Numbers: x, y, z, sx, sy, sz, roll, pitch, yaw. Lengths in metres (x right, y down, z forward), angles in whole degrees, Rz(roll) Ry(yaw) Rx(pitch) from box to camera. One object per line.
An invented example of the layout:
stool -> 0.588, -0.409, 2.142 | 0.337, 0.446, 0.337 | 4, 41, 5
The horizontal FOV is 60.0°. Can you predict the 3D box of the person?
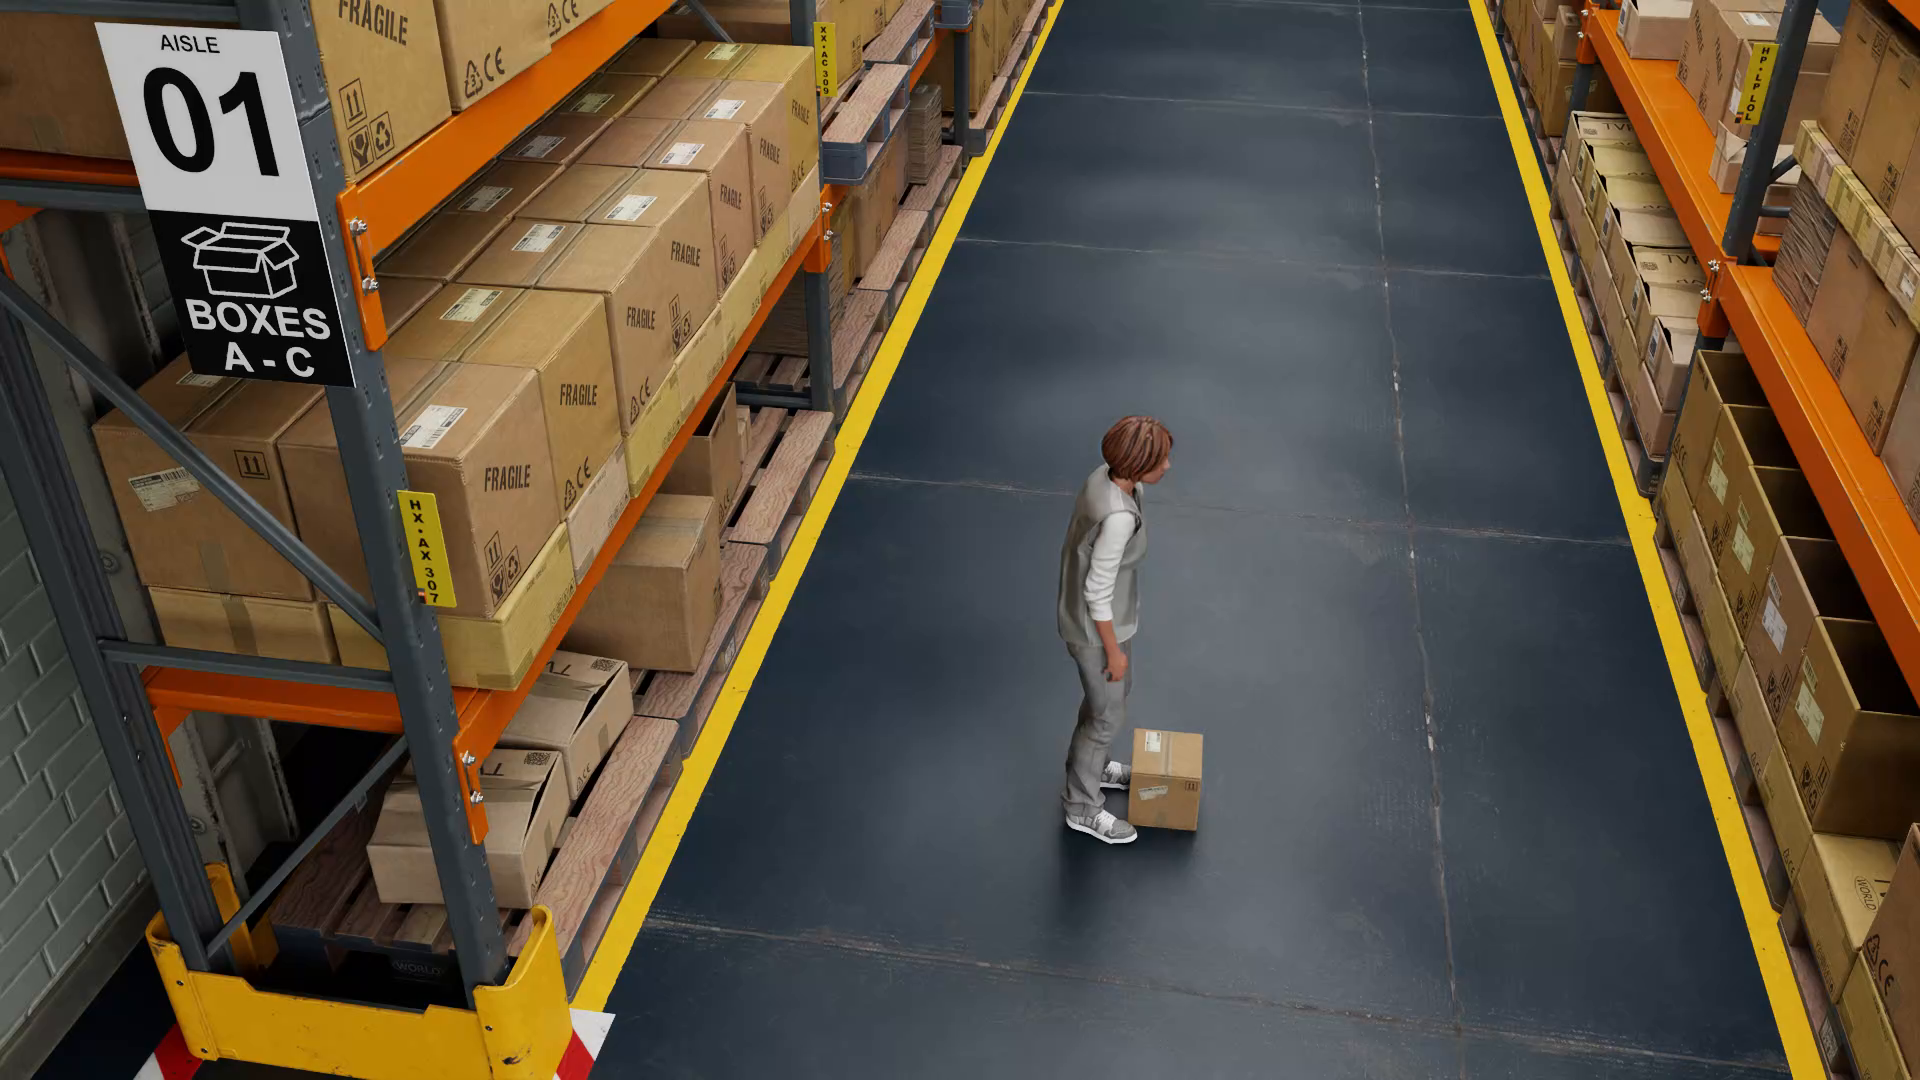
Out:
person -> 0.507, 0.292, 5.706 | 0.347, 1.581, 0.476 | 4, 33, 7
